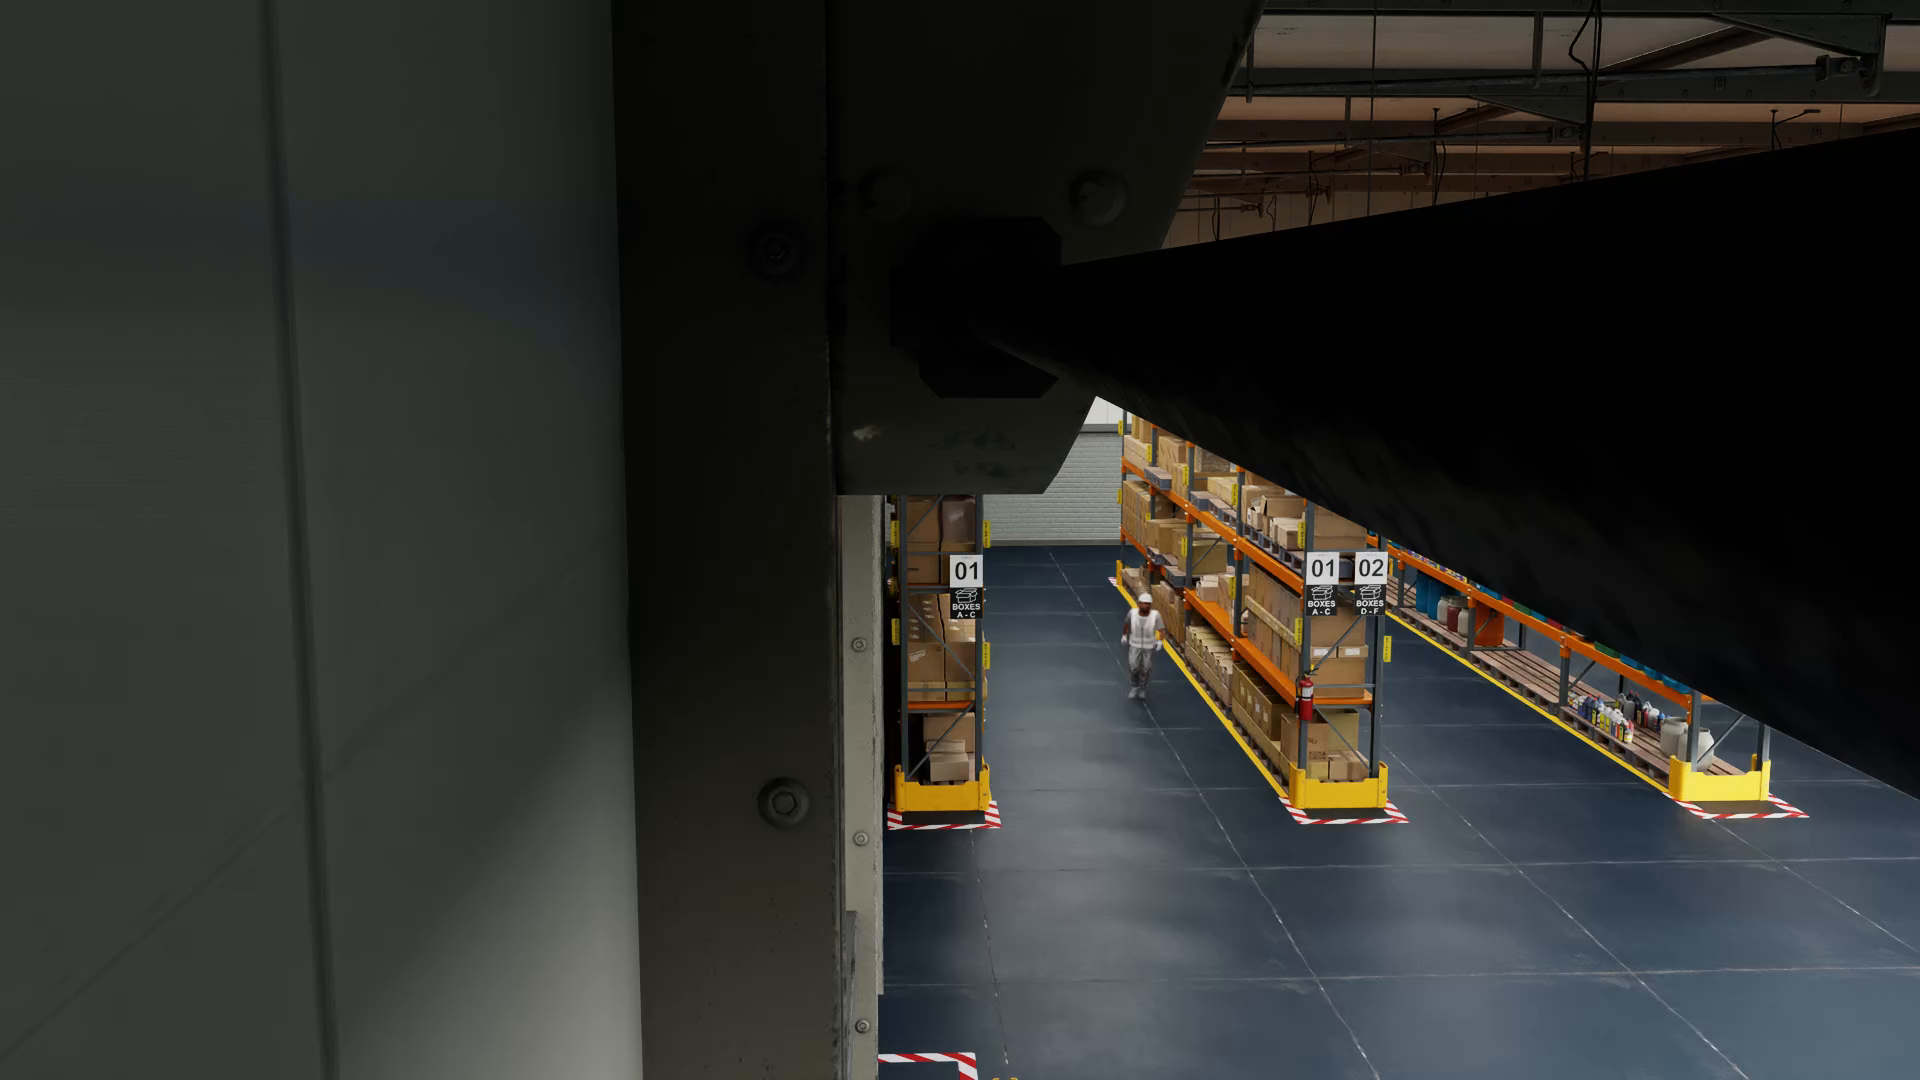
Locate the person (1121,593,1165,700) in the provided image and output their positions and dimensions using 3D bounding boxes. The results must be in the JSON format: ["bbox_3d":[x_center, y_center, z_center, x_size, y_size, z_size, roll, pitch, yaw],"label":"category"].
[{"bbox_3d":[2.845,1.664,25.804,0.666,1.725,0.813,1,8,4],"label":"person"}]
